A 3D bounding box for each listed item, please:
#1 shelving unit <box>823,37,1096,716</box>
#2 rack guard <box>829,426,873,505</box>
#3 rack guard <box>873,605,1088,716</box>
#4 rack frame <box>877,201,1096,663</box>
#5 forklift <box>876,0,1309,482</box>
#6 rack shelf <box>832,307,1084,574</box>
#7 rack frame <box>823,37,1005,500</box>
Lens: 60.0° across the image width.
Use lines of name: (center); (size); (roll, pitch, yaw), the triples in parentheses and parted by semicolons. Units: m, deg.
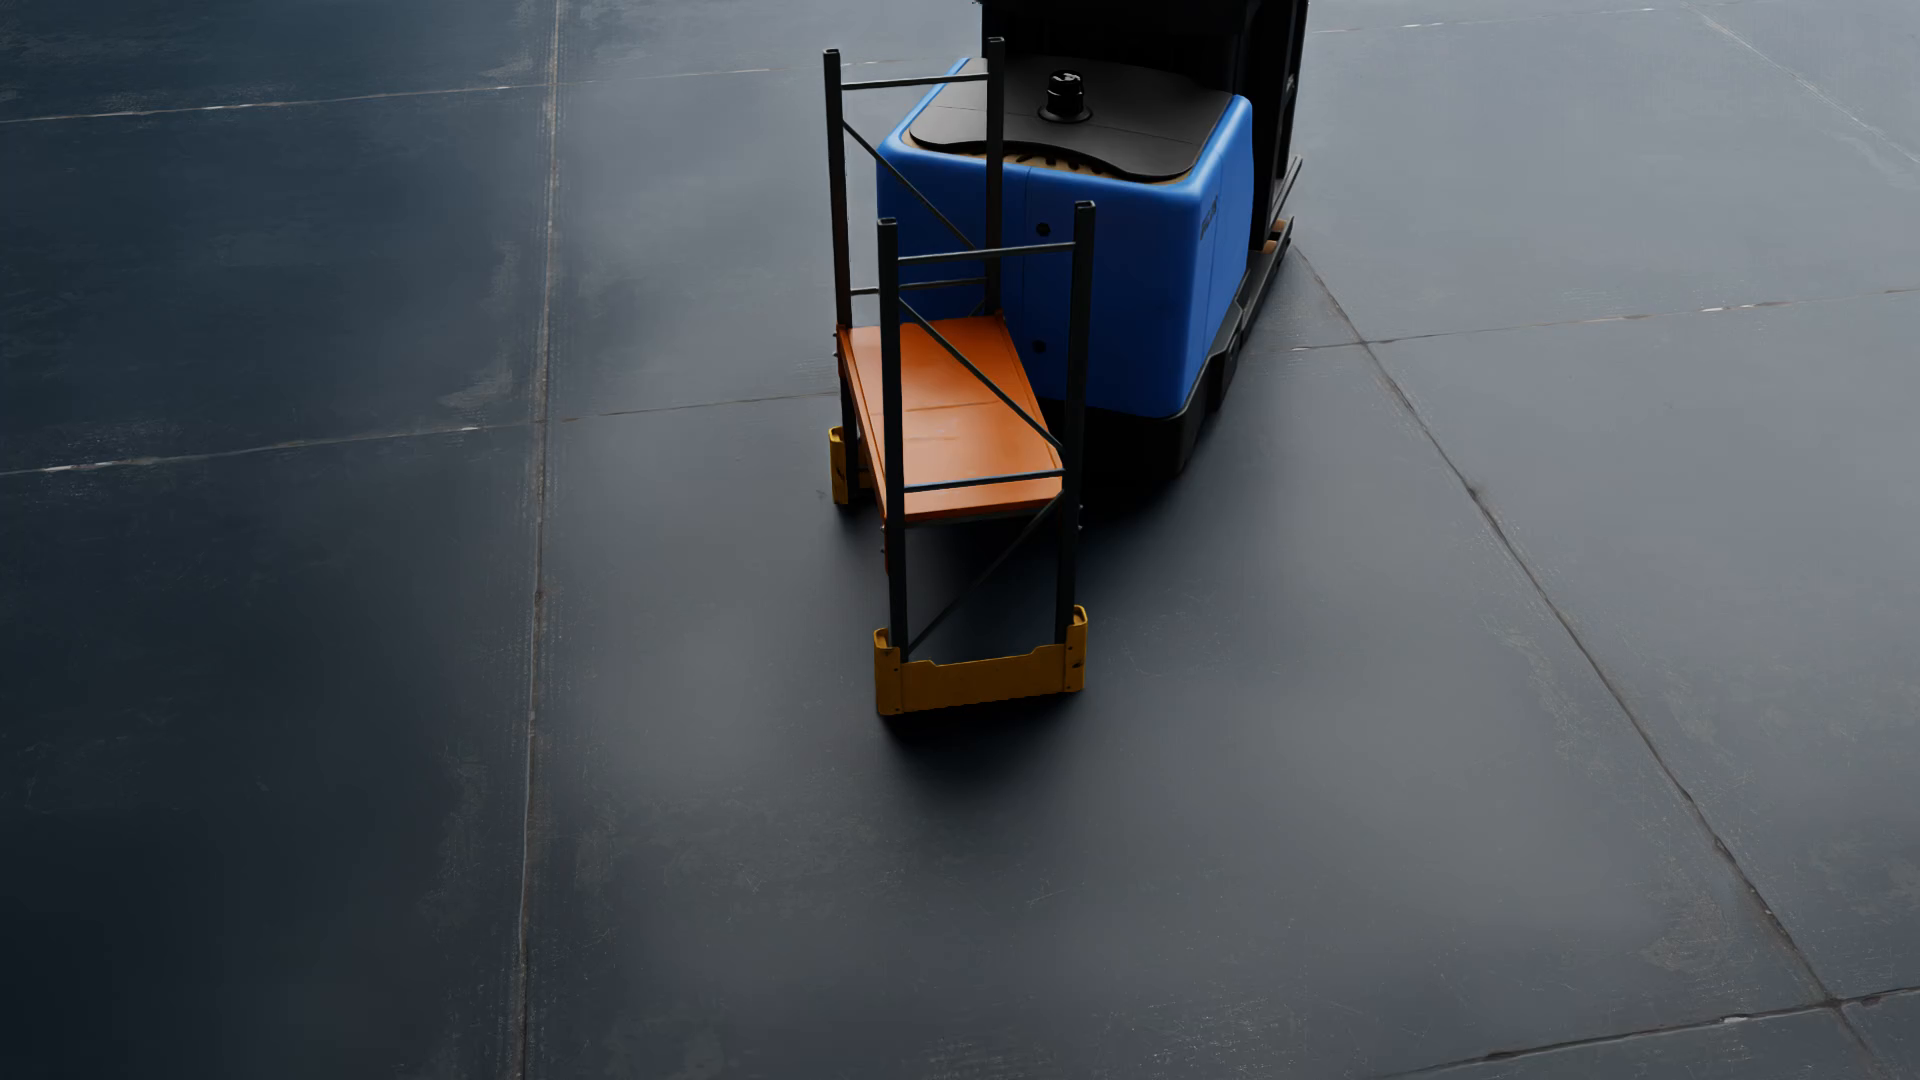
shelving unit: (-0.033, -0.460, 4.619); (0.587, 1.500, 1.083); (-7, 38, -8)
rack guard: (-0.124, -0.266, 5.389); (0.587, 0.250, 0.087); (-7, 38, -8)
rack guard: (0.058, 0.334, 4.616); (0.587, 0.250, 0.087); (-7, 38, -8)
rack frame: (0.061, -0.147, 4.217); (0.500, 1.500, 0.032); (-7, 38, -8)
forklift: (0.701, -2.250, 5.758); (1.130, 2.935, 3.031); (12, 40, 15)
rack shelf: (-0.032, -0.312, 4.722); (0.538, 0.185, 1.000); (-7, 38, -8)
rack frame: (-0.125, -0.761, 5.007); (0.500, 1.500, 0.032); (-7, 38, -8)
